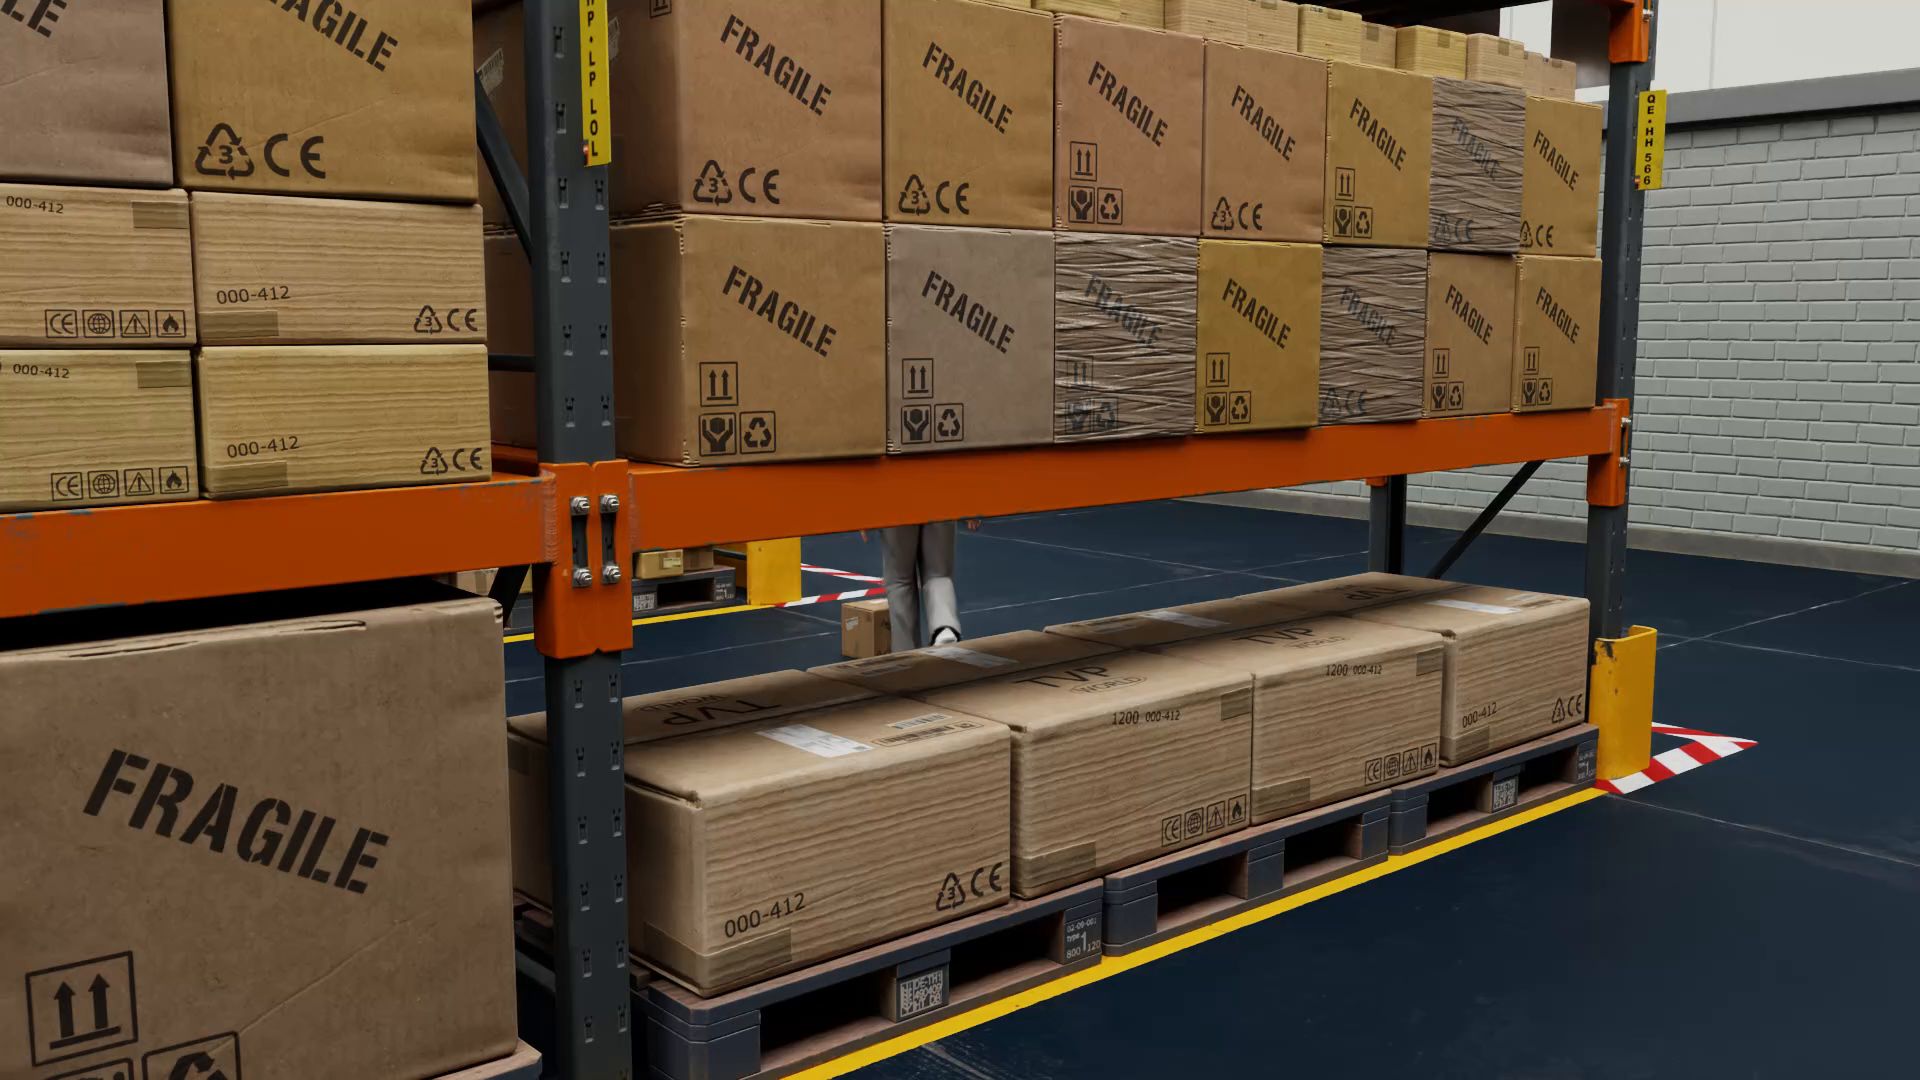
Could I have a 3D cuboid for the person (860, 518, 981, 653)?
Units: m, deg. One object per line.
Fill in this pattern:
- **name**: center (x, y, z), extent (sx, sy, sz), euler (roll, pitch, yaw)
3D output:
- **person**: center (-0.144, -0.146, 6.882), extent (0.527, 1.652, 0.715), euler (-2, 8, -17)
